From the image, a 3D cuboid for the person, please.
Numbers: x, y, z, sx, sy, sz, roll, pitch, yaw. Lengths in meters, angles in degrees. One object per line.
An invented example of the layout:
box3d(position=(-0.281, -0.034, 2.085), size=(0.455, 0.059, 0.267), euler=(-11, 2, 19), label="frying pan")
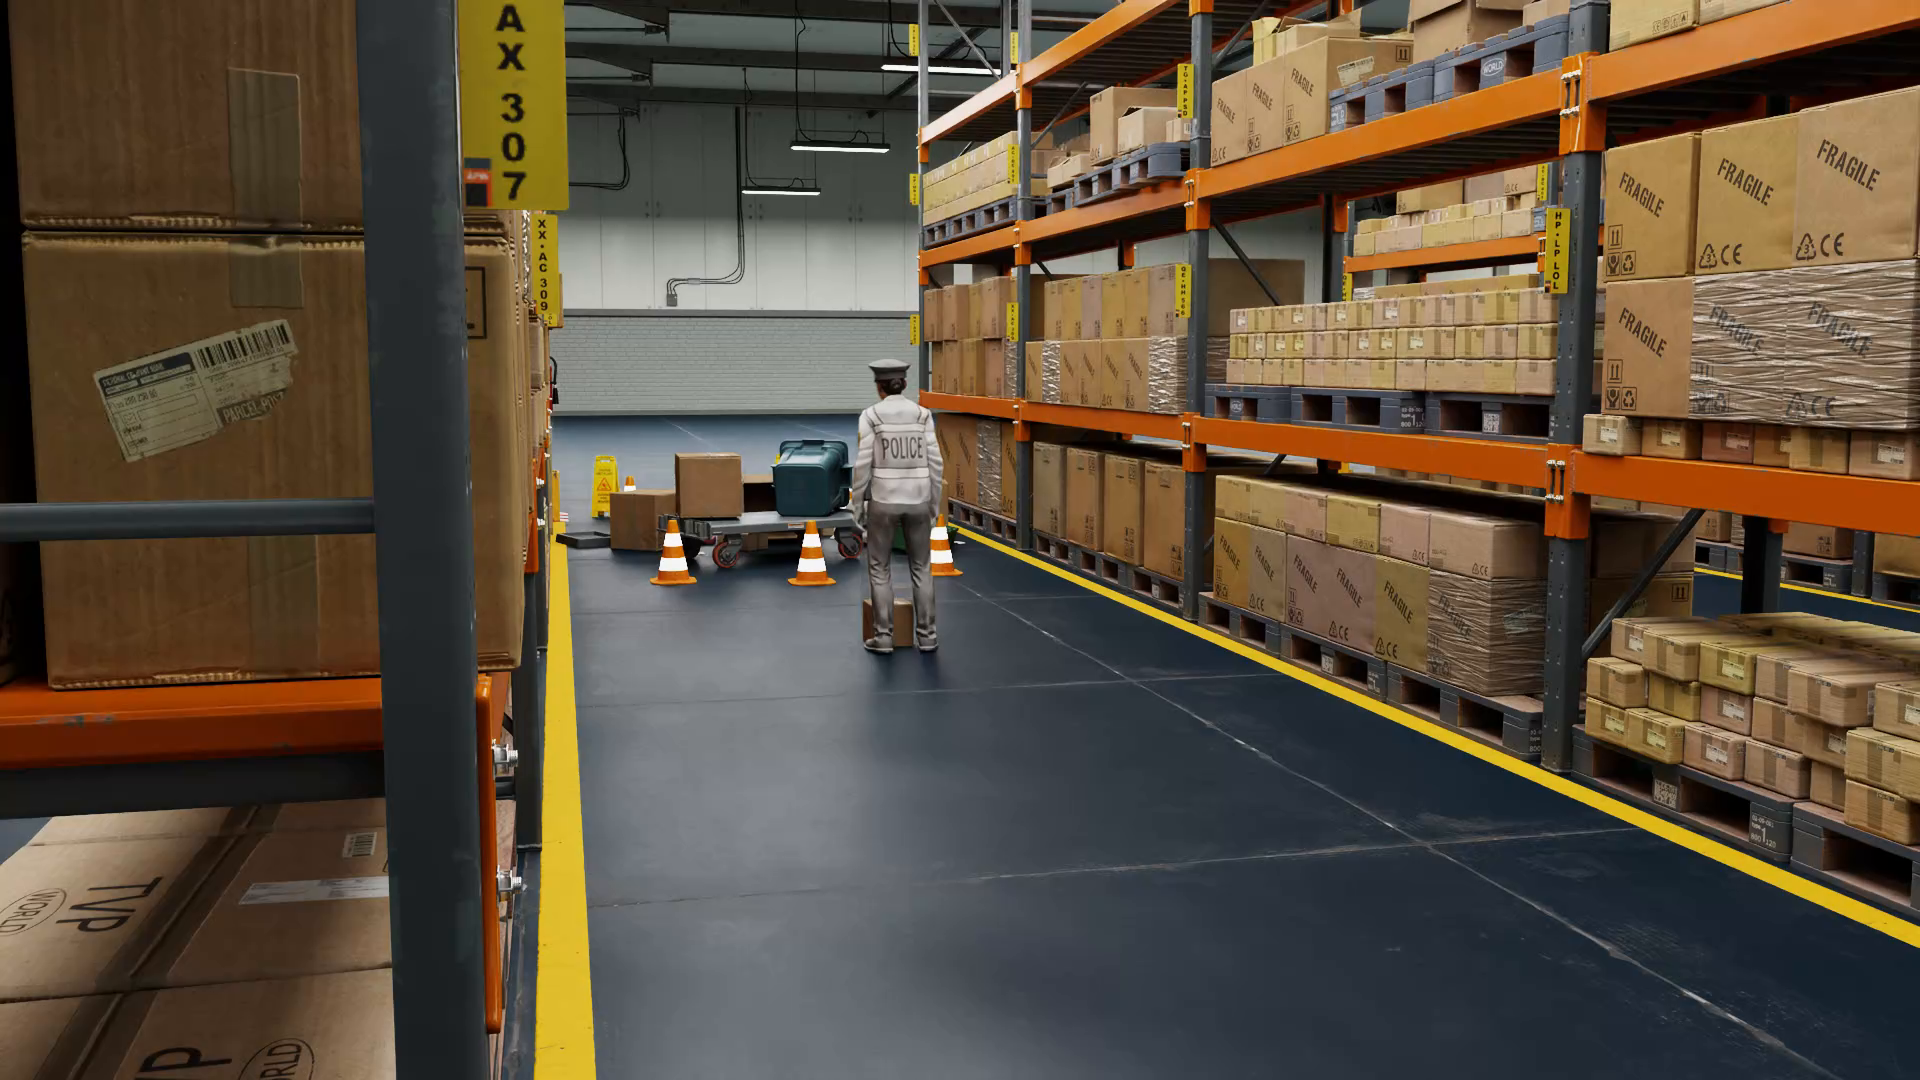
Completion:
box3d(position=(-0.357, -0.191, 9.417), size=(0.530, 1.662, 0.376), euler=(-2, 6, -16), label="person")
